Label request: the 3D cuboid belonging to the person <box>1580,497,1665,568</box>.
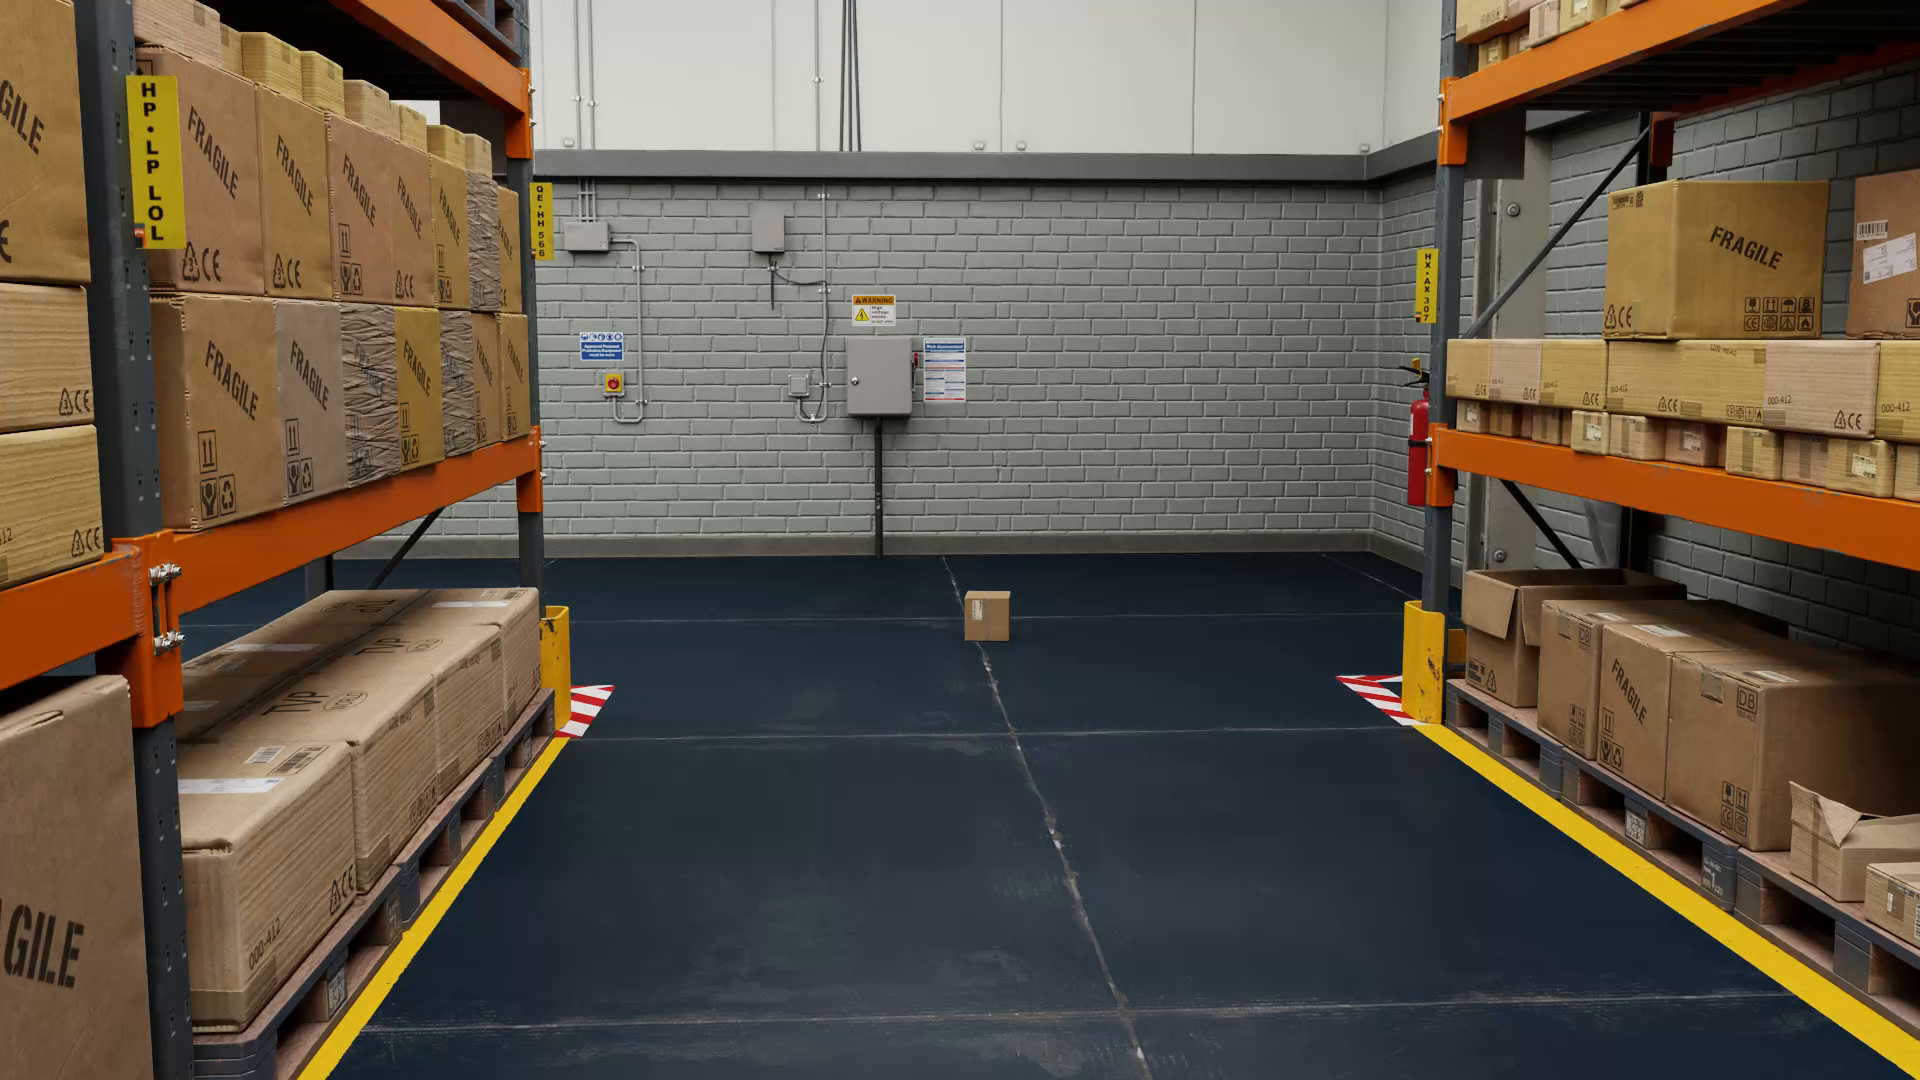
[{"bbox_3d":[3.459,-0.181,8.678,0.422,1.763,0.497,0,7,2],"label":"person"}]
